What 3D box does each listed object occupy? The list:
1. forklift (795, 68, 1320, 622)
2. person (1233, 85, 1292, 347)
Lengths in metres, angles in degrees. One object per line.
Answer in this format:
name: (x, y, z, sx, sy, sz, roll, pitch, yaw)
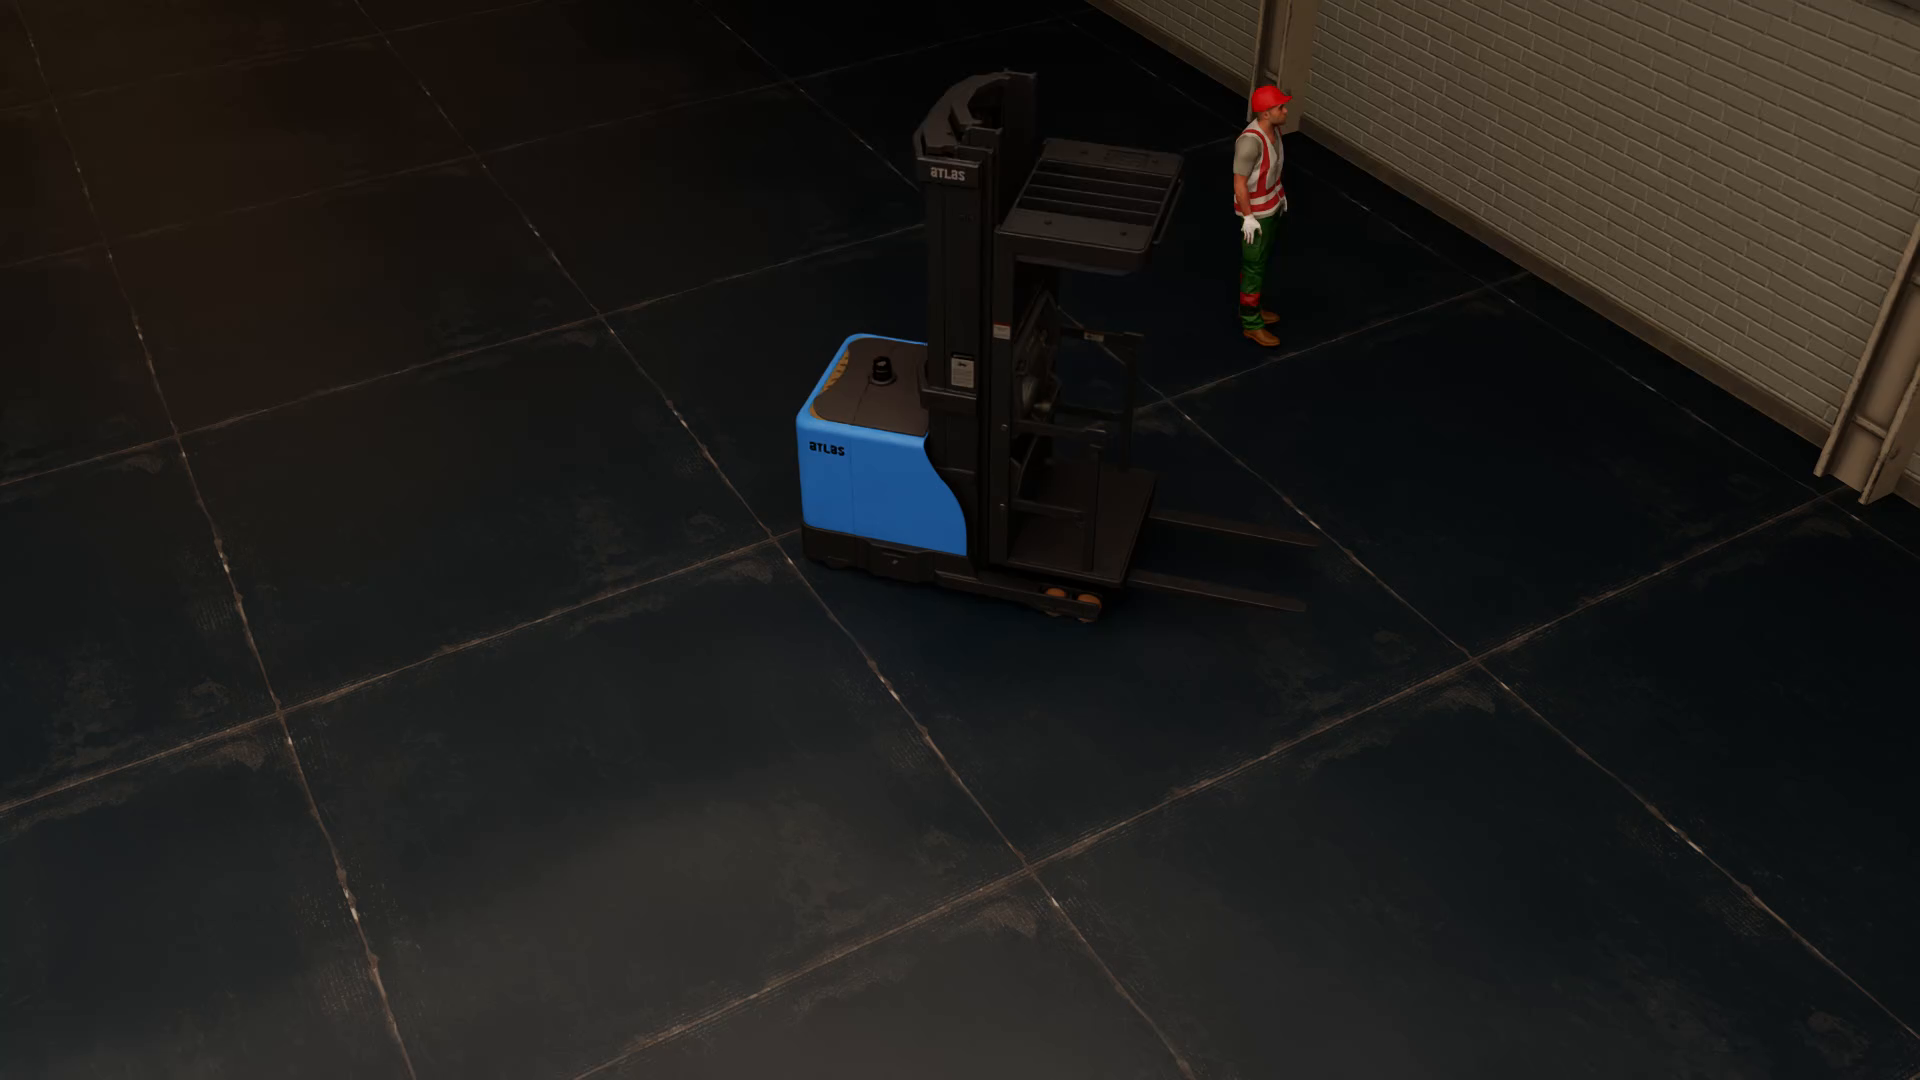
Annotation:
forklift: (0.616, -1.026, 9.273, 3.031, 2.935, 1.130, 11, 41, 13)
person: (2.183, -2.303, 11.697, 0.566, 1.787, 0.638, 20, 44, 23)
